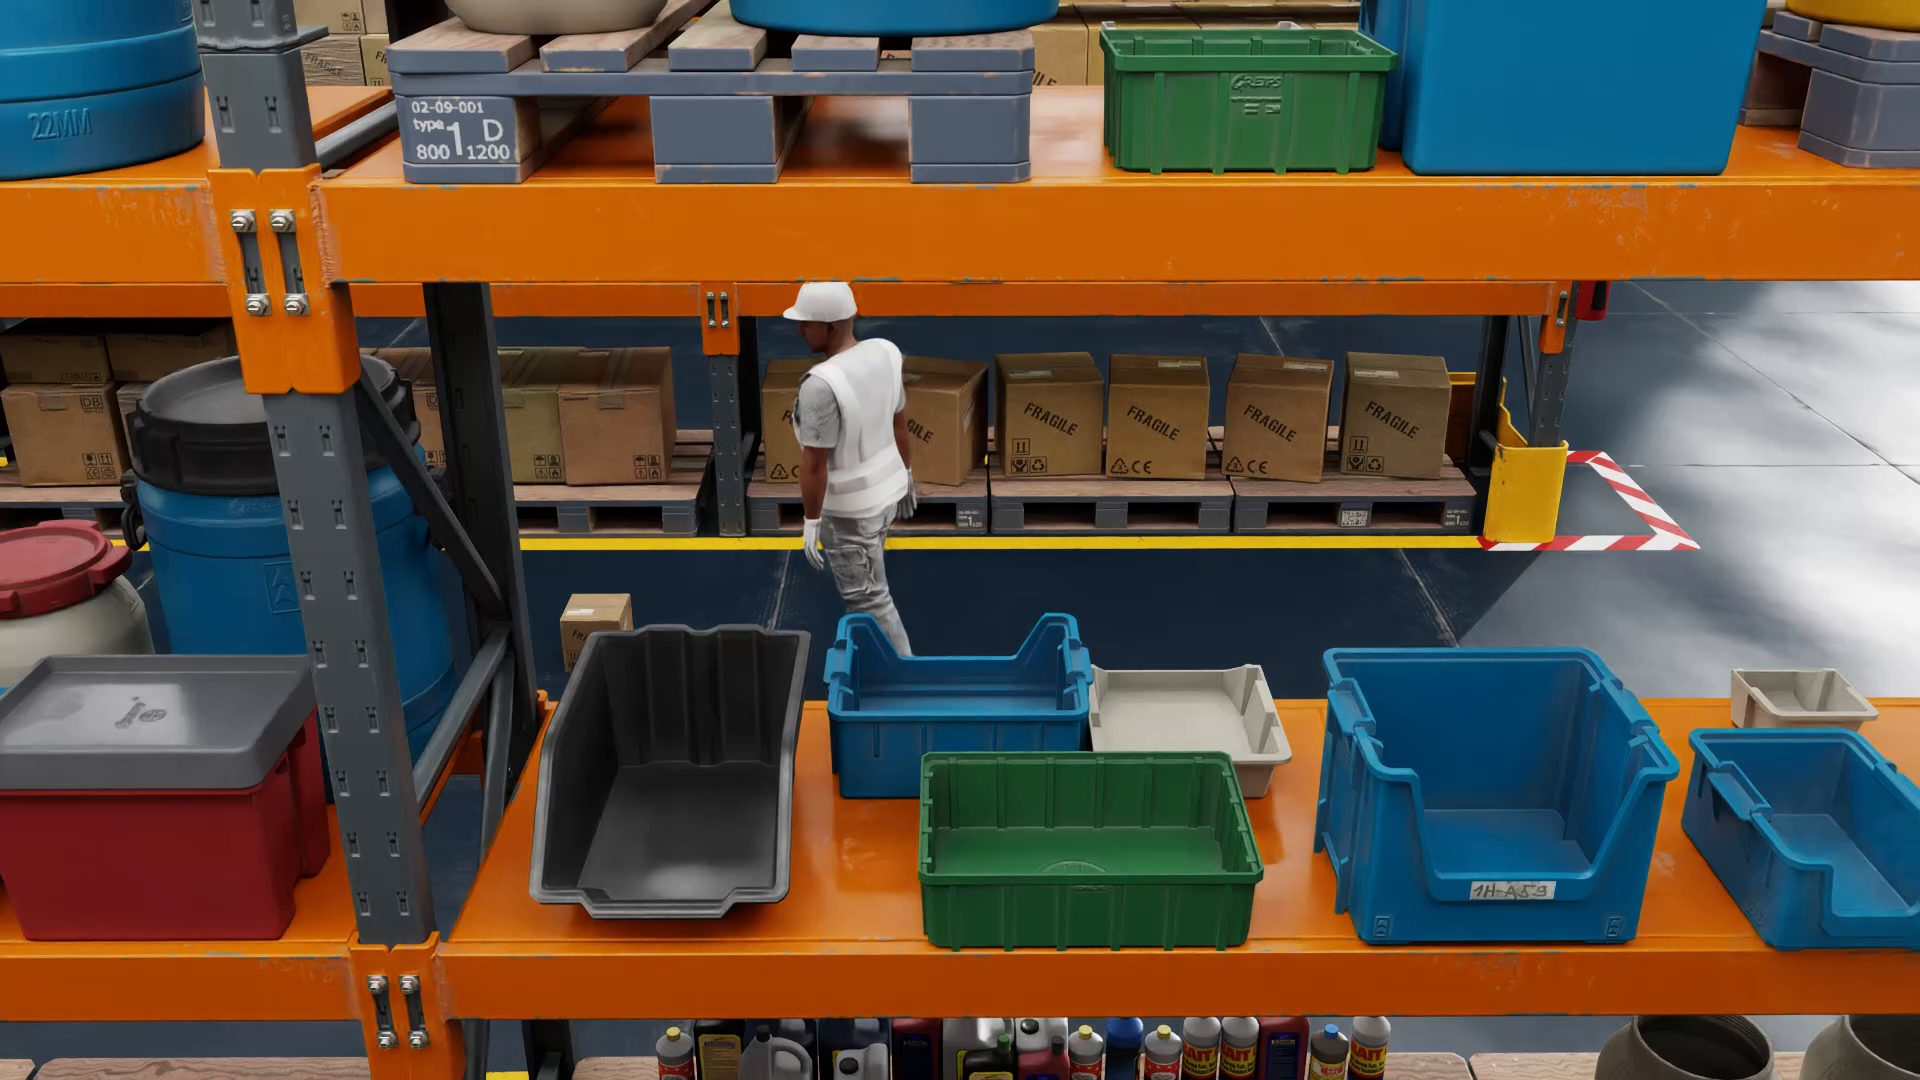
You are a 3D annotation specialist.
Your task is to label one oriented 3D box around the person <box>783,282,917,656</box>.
[{"bbox_3d":[-0.410,-0.139,6.409,0.669,1.797,0.638,13,27,27],"label":"person"}]
